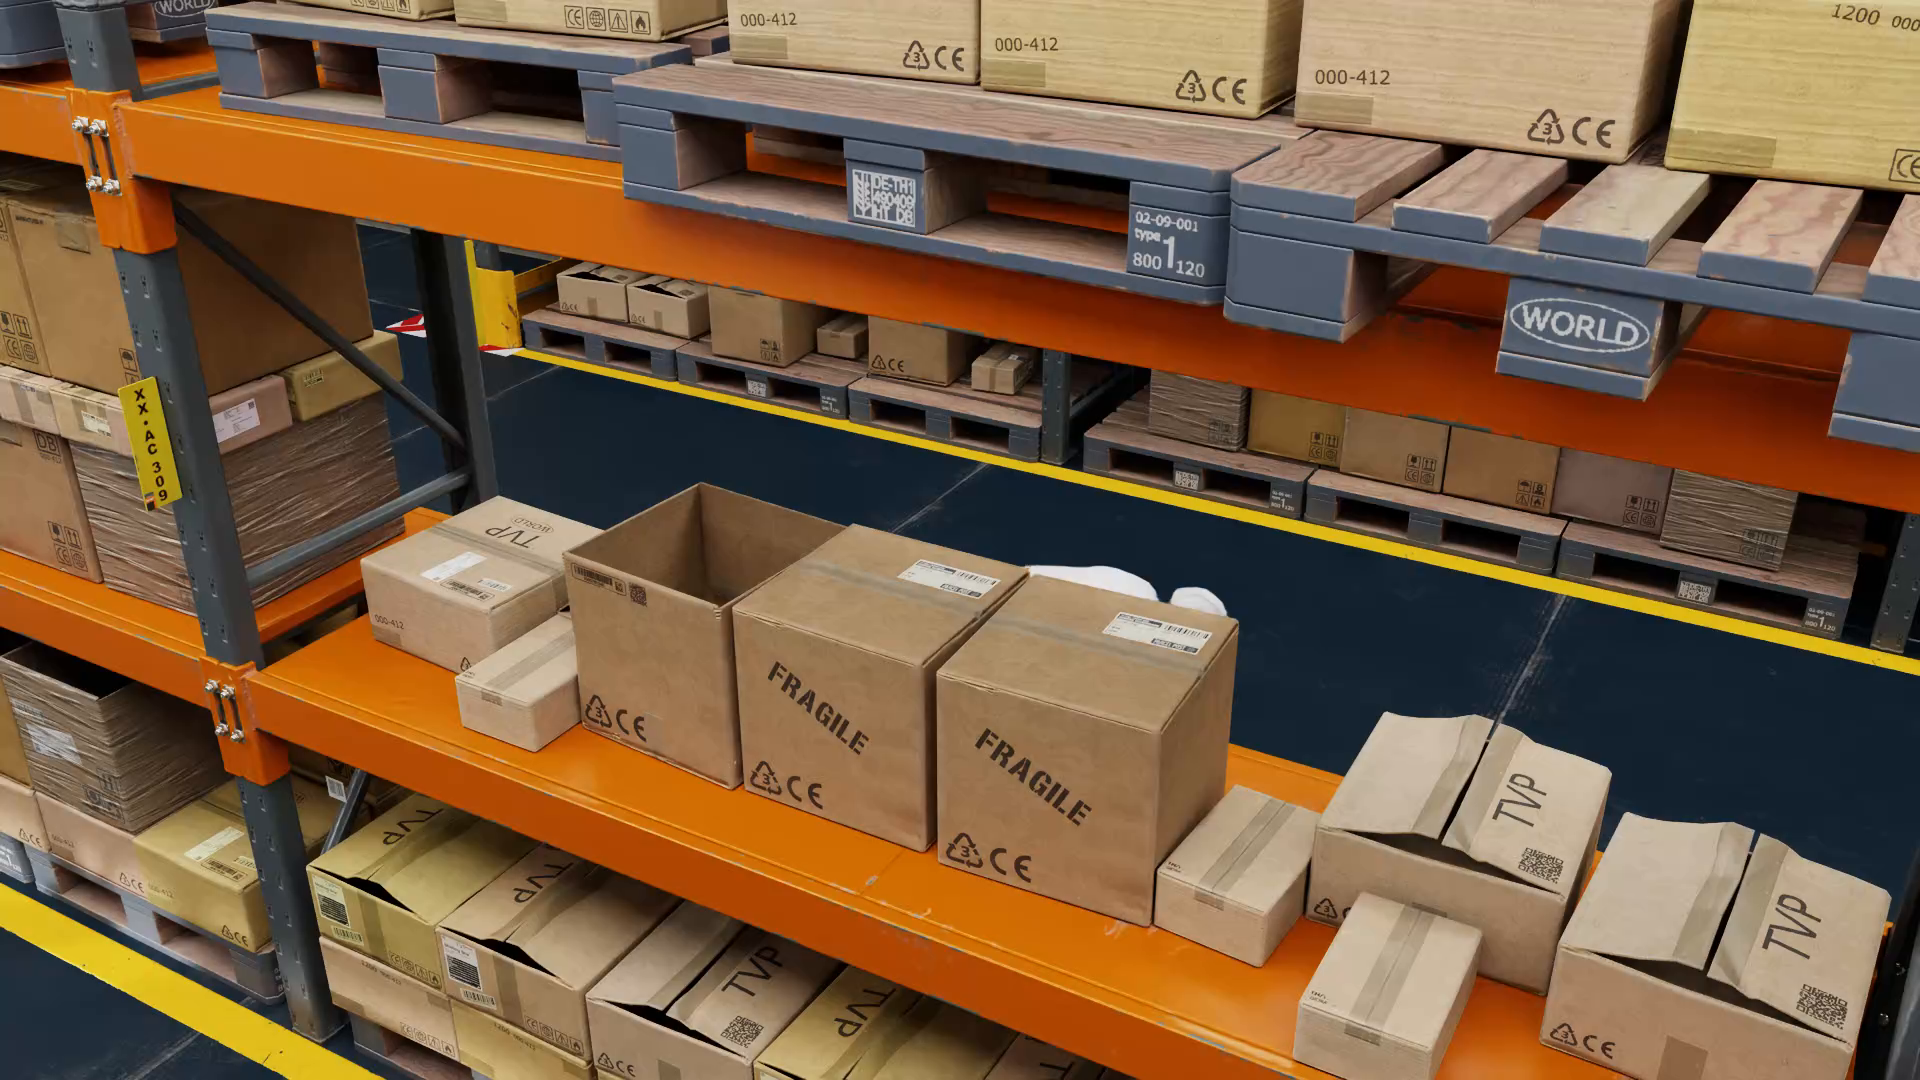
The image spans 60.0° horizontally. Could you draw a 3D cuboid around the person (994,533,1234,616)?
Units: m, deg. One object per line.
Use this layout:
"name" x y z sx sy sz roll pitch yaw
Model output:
"person" 0.435 0.501 5.618 0.932 1.282 0.498 13 29 24
